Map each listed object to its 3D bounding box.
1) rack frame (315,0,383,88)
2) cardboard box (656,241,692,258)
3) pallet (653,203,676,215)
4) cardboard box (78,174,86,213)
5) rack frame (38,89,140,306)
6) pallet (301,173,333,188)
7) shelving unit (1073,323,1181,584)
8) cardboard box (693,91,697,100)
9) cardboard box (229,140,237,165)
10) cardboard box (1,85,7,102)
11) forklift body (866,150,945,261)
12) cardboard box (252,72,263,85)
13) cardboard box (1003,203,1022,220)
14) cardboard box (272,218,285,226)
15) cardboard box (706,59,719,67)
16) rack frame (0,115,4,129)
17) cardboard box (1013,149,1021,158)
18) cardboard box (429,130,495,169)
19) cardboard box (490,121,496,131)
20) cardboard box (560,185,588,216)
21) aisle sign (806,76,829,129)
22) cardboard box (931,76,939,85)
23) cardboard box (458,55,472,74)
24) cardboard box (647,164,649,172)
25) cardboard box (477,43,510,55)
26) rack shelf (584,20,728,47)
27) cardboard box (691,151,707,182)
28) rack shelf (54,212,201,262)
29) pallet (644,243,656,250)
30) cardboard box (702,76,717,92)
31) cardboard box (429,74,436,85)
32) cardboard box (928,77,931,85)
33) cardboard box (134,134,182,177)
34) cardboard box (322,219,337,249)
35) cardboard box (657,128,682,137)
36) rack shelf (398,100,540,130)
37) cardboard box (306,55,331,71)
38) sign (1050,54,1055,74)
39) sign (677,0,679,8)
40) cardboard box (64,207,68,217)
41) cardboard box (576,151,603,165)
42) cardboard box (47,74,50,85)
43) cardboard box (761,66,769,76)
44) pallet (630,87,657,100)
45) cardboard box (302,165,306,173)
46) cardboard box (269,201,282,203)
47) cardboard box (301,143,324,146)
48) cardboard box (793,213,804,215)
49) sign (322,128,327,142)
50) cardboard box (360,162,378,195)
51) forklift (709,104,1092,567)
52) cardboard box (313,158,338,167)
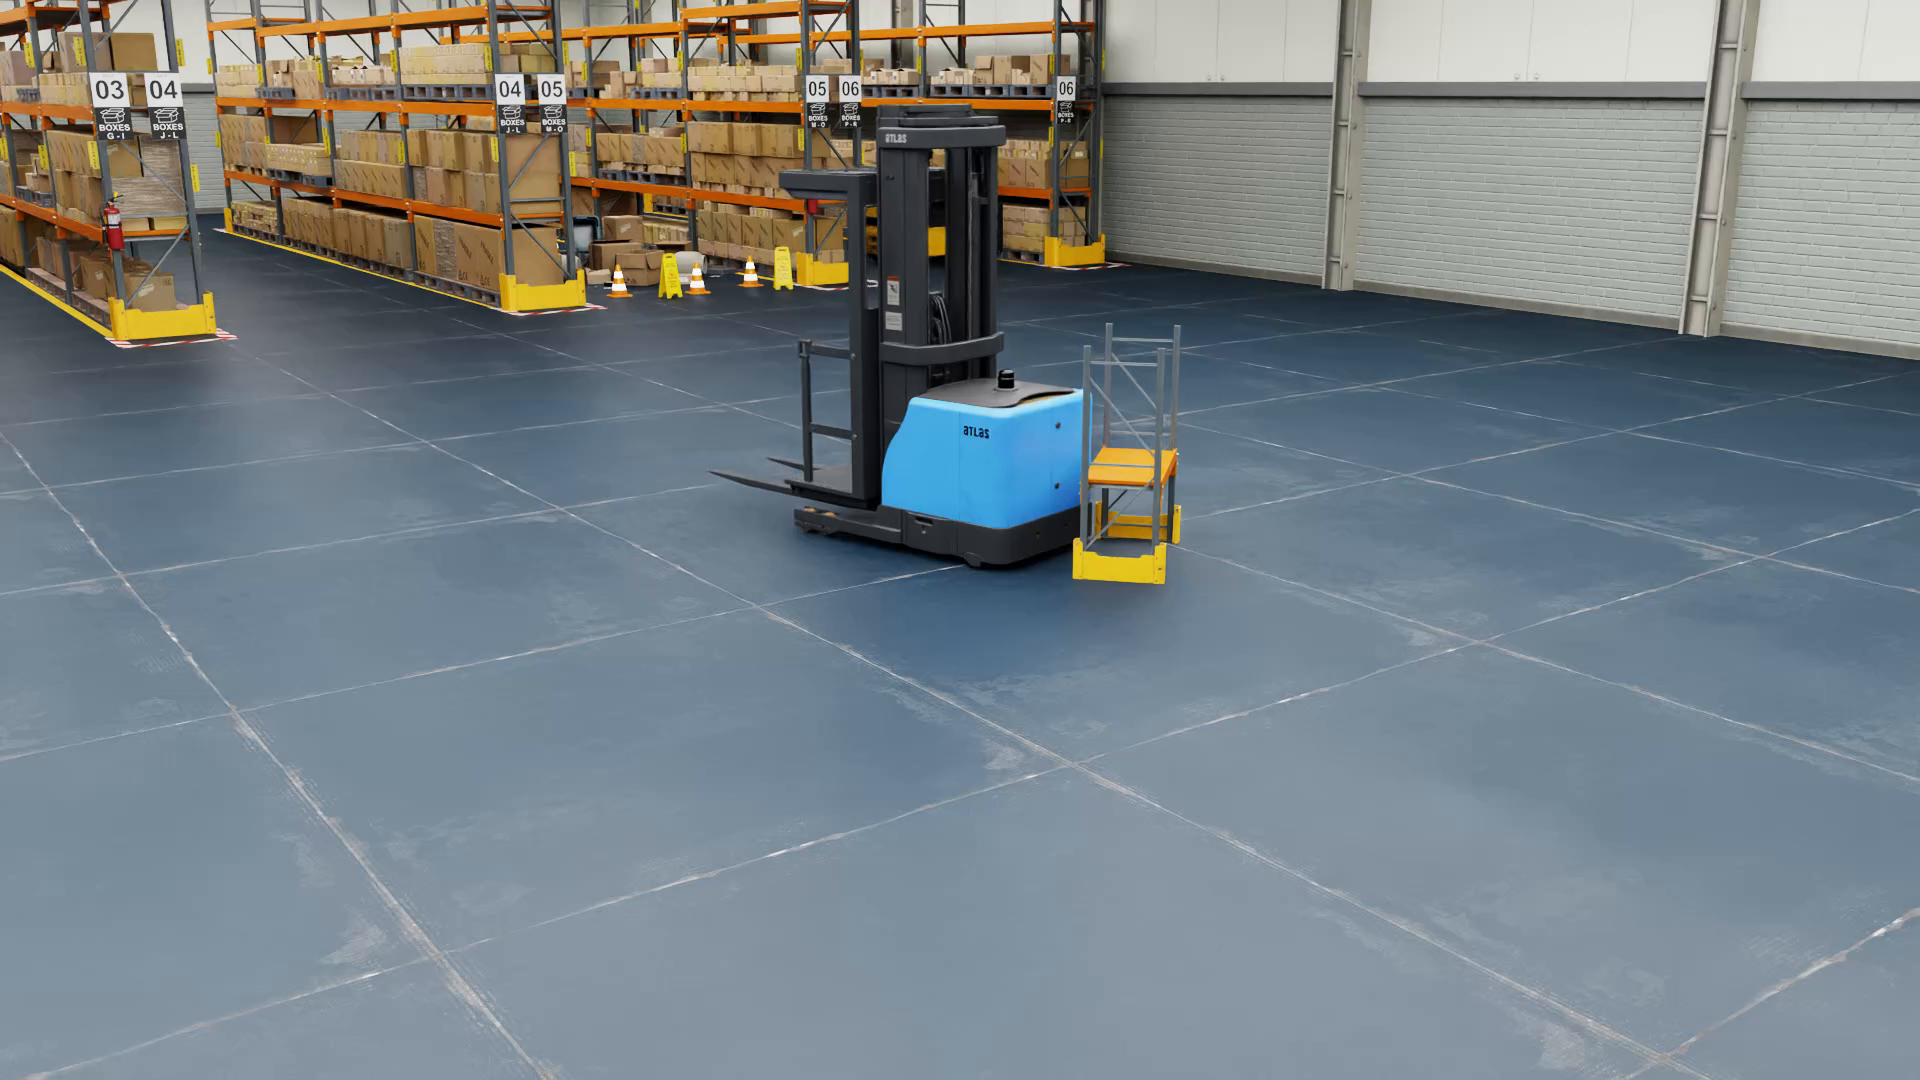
[{"bbox_3d":[-10.646,-9.375,28.783,1.000,3.000,0.127,-11,19,-35],"label":"rack frame"},{"bbox_3d":[-4.820,-4.773,28.063,0.500,0.500,0.500,1,15,4],"label":"cardboard box"},{"bbox_3d":[-6.878,-8.219,41.208,1.003,0.211,1.213,-11,19,-35],"label":"pallet"},{"bbox_3d":[-10.965,-4.540,21.729,0.875,0.500,0.500,-11,19,-35],"label":"cardboard box"},{"bbox_3d":[-12.366,-4.879,23.720,1.000,3.000,0.127,-11,19,-35],"label":"rack frame"},{"bbox_3d":[-11.151,-6.525,30.096,1.213,0.211,1.003,-11,19,-35],"label":"pallet"},{"bbox_3d":[1.124,-0.597,10.917,0.587,1.500,1.083,3,16,12],"label":"shelving unit"},{"bbox_3d":[-4.365,-7.637,28.591,0.380,0.149,0.250,-11,19,-35],"label":"cardboard box"},{"bbox_3d":[-14.974,-8.132,34.854,0.500,0.500,0.500,-11,19,-34],"label":"cardboard box"},{"bbox_3d":[-14.647,-6.968,25.954,0.500,0.250,0.500,-10,18,-34],"label":"cardboard box"},{"bbox_3d":[-0.575,-6.047,29.595,2.313,2.155,1.214,-11,19,-35],"label":"forklift body"},{"bbox_3d":[-13.475,-9.010,32.470,0.500,0.250,0.500,-12,19,-37],"label":"cardboard box"},{"bbox_3d":[0.882,-5.957,30.179,0.500,0.250,0.500,-11,19,-34],"label":"cardboard box"},{"bbox_3d":[-13.440,-6.325,33.043,0.380,0.149,0.250,-10,18,-33],"label":"cardboard box"},{"bbox_3d":[-4.670,-8.527,29.909,0.500,0.250,0.500,-11,19,-36],"label":"cardboard box"},{"bbox_3d":[-19.421,-7.441,33.083,1.000,3.000,0.127,-11,19,-35],"label":"rack frame"},{"bbox_3d":[1.171,-6.896,29.670,0.380,0.149,0.250,-11,19,-35],"label":"cardboard box"},{"bbox_3d":[-7.481,-5.900,25.122,0.875,0.550,0.550,-11,19,-35],"label":"cardboard box"},{"bbox_3d":[-9.846,-8.824,36.049,0.500,0.500,0.500,-11,19,-35],"label":"cardboard box"},{"bbox_3d":[-7.561,-6.801,33.971,0.875,0.875,0.875,-11,19,-34],"label":"cardboard box"},{"bbox_3d":[-2.196,-6.759,25.664,0.394,0.787,0.004,-11,19,-35],"label":"aisle sign"},{"bbox_3d":[-0.319,-8.622,31.205,0.380,0.149,0.250,-10,18,-33],"label":"cardboard box"},{"bbox_3d":[-6.749,-6.710,23.464,0.500,0.250,0.500,-11,19,-34],"label":"cardboard box"},{"bbox_3d":[-5.535,-6.858,30.631,0.380,0.149,0.250,-12,19,-36],"label":"cardboard box"},{"bbox_3d":[-6.415,-6.753,22.867,0.380,0.149,0.250,-11,19,-34],"label":"cardboard box"},{"bbox_3d":[-5.525,-9.198,30.257,1.077,0.370,4.000,-11,19,-35],"label":"rack shelf"},{"bbox_3d":[-4.316,-6.472,28.787,0.500,0.500,0.500,-11,19,-35],"label":"cardboard box"},{"bbox_3d":[-11.190,-4.105,22.255,1.077,0.370,4.000,-11,19,-35],"label":"rack shelf"},{"bbox_3d":[-5.530,-5.499,31.268,1.003,0.211,1.213,-11,19,-35],"label":"pallet"},{"bbox_3d":[-4.002,-7.690,28.029,0.500,0.250,0.500,-11,19,-35],"label":"cardboard box"},{"bbox_3d":[-7.605,-6.802,24.554,0.380,0.149,0.250,-11,19,-34],"label":"cardboard box"},{"bbox_3d":[-0.677,-8.977,32.500,0.380,0.149,0.250,-11,19,-35],"label":"cardboard box"},{"bbox_3d":[-10.117,-4.859,20.999,0.500,0.500,0.500,-11,19,-35],"label":"cardboard box"},{"bbox_3d":[-11.244,-5.578,30.215,0.500,0.500,0.500,-11,19,-35],"label":"cardboard box"},{"bbox_3d":[-5.219,-7.333,29.909,0.380,0.149,0.250,-12,19,-36],"label":"cardboard box"},{"bbox_3d":[-7.118,-6.300,24.593,1.077,0.370,4.000,-11,19,-35],"label":"rack shelf"},{"bbox_3d":[-11.408,-8.499,29.625,0.396,0.266,0.258,-11,19,-35],"label":"cardboard box"},{"bbox_3d":[1.568,-8.089,28.238,0.100,0.325,0.005,-11,19,-35],"label":"sign"},{"bbox_3d":[-6.932,-13.253,40.883,0.100,0.325,0.005,-11,19,-35],"label":"sign"},{"bbox_3d":[-12.177,-4.561,23.034,0.380,0.149,0.250,-11,19,-35],"label":"cardboard box"},{"bbox_3d":[-7.192,-7.504,32.649,0.500,0.250,0.500,-11,19,-35],"label":"cardboard box"},{"bbox_3d":[-12.212,-6.282,22.694,0.380,0.149,0.250,-12,19,-37],"label":"cardboard box"},{"bbox_3d":[-2.966,-7.528,26.682,0.380,0.149,0.250,-11,19,-35],"label":"cardboard box"},{"bbox_3d":[-5.239,-8.143,30.319,1.213,0.211,1.003,-11,19,-35],"label":"pallet"},{"bbox_3d":[-11.748,-6.759,30.269,0.380,0.149,0.250,-11,19,-35],"label":"cardboard box"},{"bbox_3d":[-14.477,-7.132,35.431,0.380,0.149,0.250,-11,19,-36],"label":"cardboard box"},{"bbox_3d":[-12.604,-7.649,32.393,0.380,0.149,0.250,-10,18,-32],"label":"cardboard box"},{"bbox_3d":[-2.862,-5.241,28.034,0.500,0.500,0.500,-10,18,-33],"label":"cardboard box"},{"bbox_3d":[-12.551,-7.981,32.861,0.100,0.325,0.005,-11,19,-35],"label":"sign"},{"bbox_3d":[-9.712,-6.069,27.880,0.500,0.500,0.500,-11,19,-35],"label":"cardboard box"},{"bbox_3d":[-0.546,-1.537,11.638,3.031,2.935,1.130,13,20,38],"label":"forklift"},{"bbox_3d":[-11.305,-6.741,29.641,0.380,0.149,0.250,-10,18,-33],"label":"cardboard box"}]
